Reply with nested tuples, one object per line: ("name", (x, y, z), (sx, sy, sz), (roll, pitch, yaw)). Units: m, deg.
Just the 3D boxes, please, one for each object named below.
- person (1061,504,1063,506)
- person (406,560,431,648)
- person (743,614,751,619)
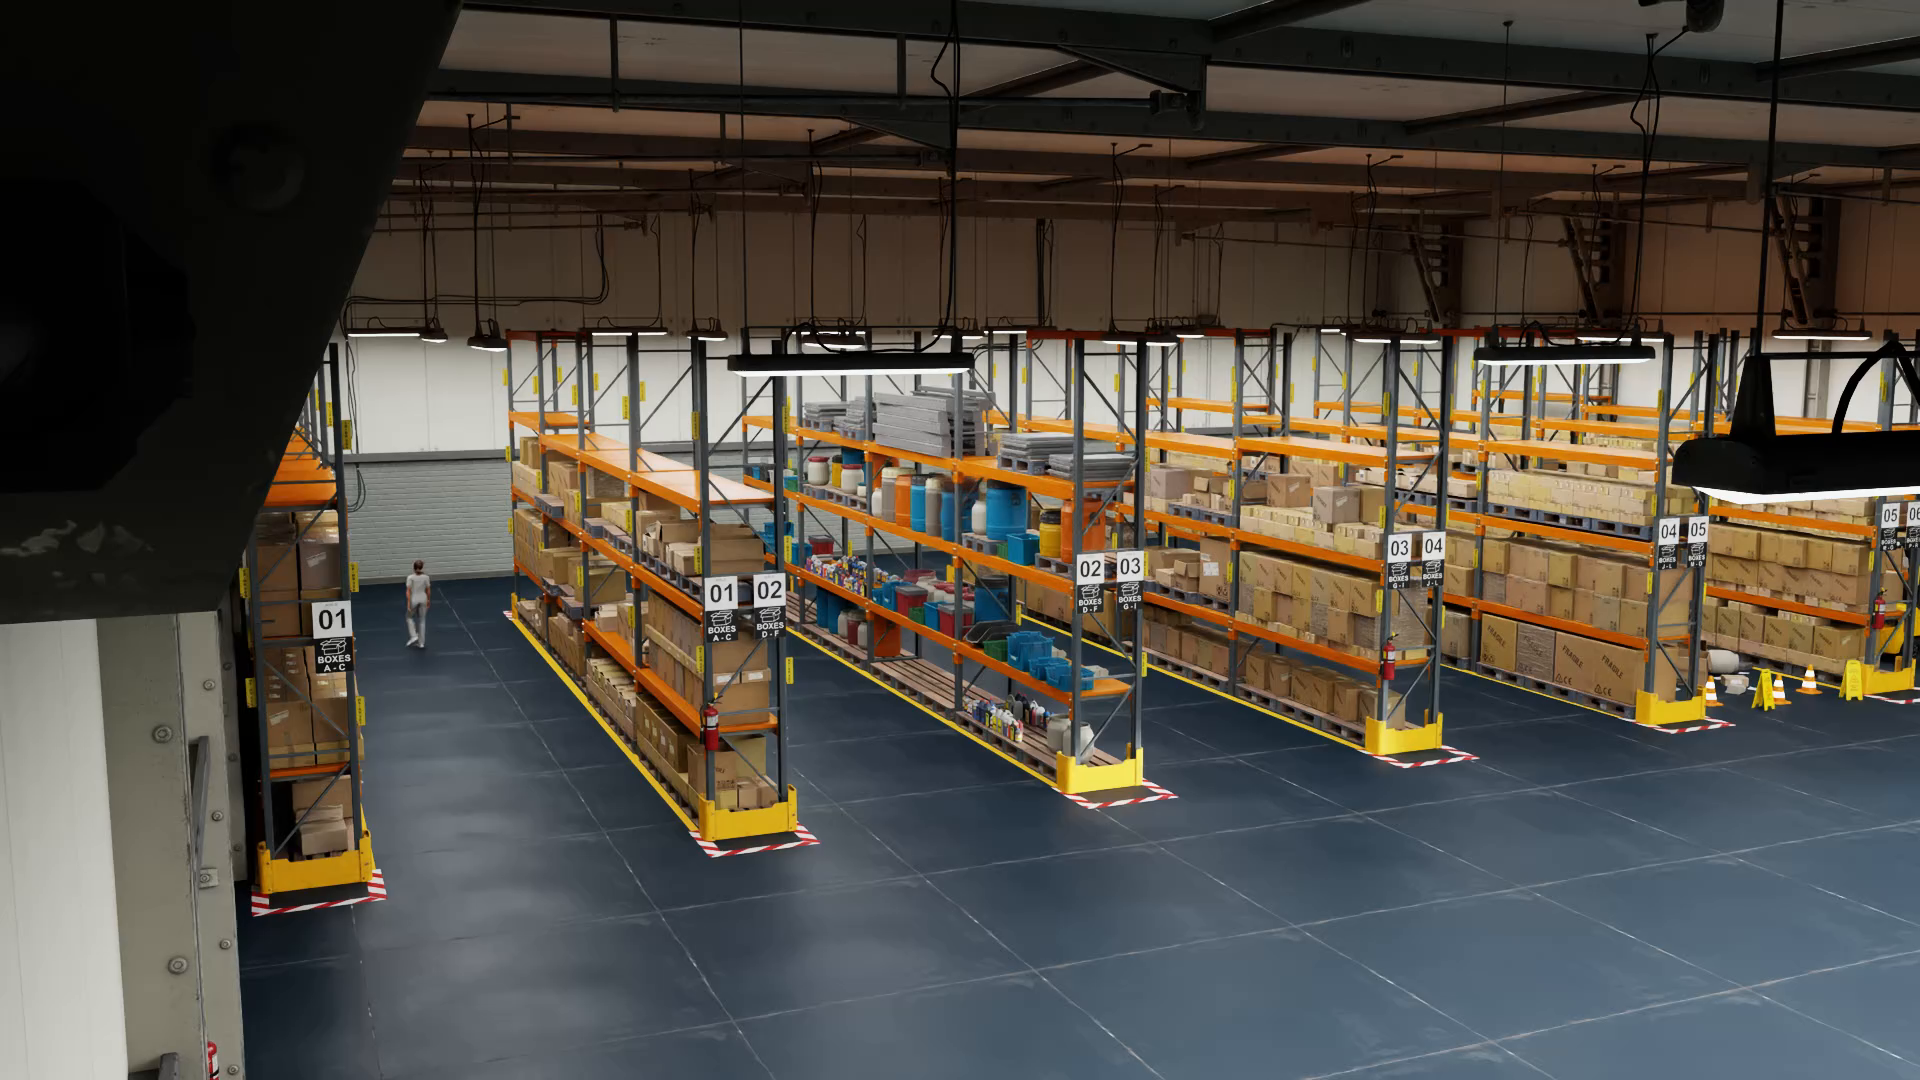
("person", (2.557, -0.028, 40.380), (1.039, 1.693, 0.528), (-1, 8, -8))
("person", (-10.300, 1.200, 31.604), (0.482, 1.664, 0.449), (-4, 9, -25))
("person", (-3.832, 1.561, 28.919), (0.705, 1.817, 0.791), (-4, 9, -28))
